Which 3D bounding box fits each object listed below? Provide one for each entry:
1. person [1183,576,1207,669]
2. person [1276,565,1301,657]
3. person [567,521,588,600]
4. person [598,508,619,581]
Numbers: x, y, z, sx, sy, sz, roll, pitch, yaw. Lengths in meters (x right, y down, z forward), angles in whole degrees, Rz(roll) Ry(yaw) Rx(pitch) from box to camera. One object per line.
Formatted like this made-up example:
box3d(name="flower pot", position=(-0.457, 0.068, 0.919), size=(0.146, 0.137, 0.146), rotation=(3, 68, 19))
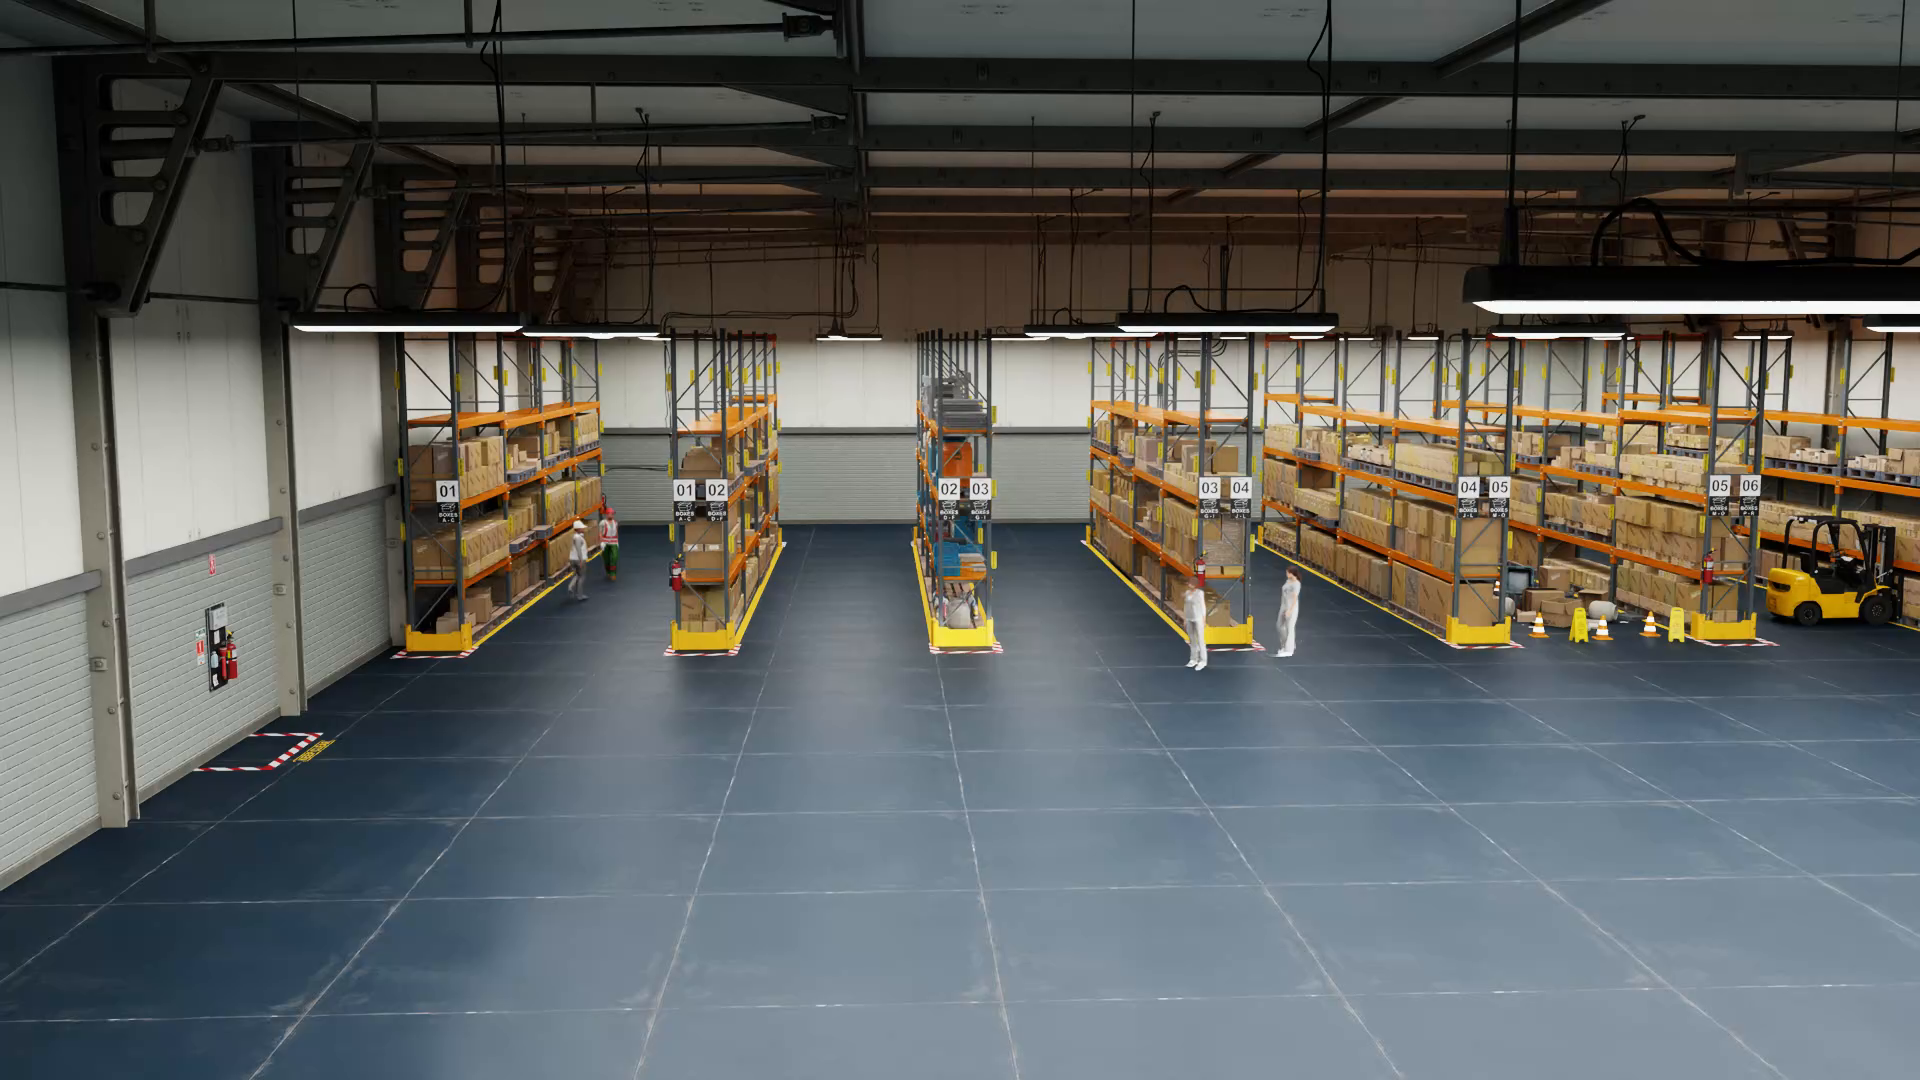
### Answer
box3d(name="person", position=(4.161, 1.461, 29.526), size=(0.499, 1.608, 0.376), rotation=(6, 9, 44))
box3d(name="person", position=(6.014, 1.303, 30.591), size=(0.468, 1.706, 0.549), rotation=(-3, 7, -23))
box3d(name="person", position=(-8.564, 0.445, 37.216), size=(0.526, 1.768, 0.481), rotation=(5, 8, 36))
box3d(name="person", position=(-8.509, 0.103, 40.247), size=(0.484, 1.740, 1.019), rotation=(-1, 7, -9))
